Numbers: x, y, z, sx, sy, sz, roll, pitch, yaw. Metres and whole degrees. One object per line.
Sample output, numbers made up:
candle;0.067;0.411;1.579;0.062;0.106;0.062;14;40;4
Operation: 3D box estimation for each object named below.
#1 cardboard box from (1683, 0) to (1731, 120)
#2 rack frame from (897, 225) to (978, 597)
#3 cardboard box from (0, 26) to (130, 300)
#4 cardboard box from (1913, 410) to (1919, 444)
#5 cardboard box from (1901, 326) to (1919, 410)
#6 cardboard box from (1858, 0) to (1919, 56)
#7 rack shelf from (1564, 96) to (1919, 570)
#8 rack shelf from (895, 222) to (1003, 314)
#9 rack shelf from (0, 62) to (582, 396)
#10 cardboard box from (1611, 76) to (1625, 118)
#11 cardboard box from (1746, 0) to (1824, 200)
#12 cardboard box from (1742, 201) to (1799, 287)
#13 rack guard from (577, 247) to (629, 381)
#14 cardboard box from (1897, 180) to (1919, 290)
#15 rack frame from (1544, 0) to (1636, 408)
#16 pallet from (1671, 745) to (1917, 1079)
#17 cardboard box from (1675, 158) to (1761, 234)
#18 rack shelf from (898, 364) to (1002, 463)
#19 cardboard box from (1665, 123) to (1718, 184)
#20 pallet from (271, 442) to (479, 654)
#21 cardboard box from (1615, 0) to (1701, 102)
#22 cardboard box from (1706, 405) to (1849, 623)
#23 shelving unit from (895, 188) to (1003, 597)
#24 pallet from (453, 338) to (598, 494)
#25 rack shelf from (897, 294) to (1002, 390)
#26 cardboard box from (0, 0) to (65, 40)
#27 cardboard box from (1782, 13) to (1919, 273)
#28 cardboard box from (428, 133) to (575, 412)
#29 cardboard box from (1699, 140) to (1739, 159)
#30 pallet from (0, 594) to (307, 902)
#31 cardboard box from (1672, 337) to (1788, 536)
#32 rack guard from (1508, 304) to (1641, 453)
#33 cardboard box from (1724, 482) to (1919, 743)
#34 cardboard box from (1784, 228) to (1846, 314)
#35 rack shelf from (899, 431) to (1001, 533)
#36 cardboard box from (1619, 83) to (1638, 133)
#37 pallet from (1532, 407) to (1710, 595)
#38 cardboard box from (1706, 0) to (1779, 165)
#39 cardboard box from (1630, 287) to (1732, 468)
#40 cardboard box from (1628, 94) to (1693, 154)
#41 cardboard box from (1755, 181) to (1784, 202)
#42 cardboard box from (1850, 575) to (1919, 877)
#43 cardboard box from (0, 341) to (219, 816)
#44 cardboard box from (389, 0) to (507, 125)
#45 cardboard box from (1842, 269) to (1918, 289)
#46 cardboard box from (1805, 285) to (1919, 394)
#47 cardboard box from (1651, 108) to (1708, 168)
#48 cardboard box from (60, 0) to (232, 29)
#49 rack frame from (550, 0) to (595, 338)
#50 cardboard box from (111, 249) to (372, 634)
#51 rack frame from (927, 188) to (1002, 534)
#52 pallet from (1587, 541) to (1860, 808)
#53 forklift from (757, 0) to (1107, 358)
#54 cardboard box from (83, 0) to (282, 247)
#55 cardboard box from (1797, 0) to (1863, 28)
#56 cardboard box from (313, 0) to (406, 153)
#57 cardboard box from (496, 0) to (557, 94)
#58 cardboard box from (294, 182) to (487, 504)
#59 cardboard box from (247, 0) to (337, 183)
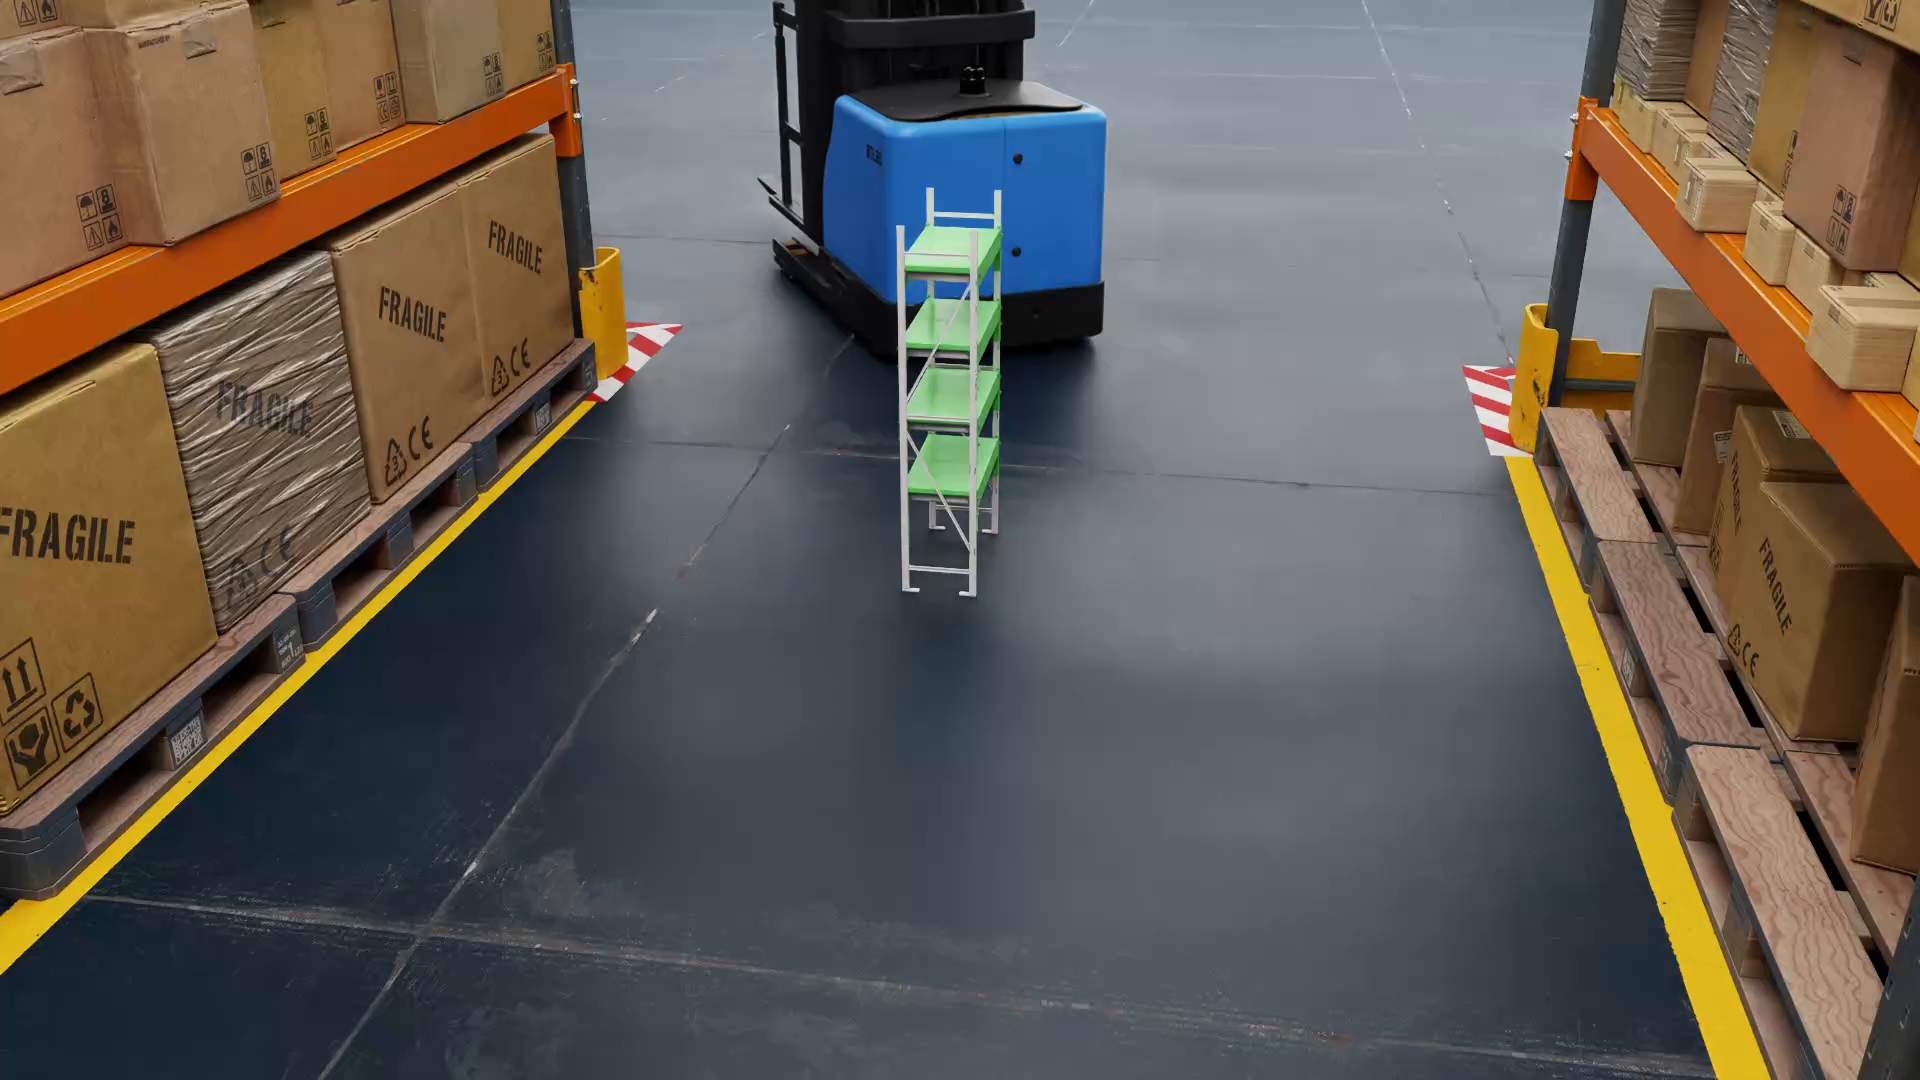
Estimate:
cardboard box;2.708;-1.497;4.941;0.875;0.500;0.500;4;25;9
rack frame;-0.067;-0.372;5.130;0.240;1.200;0.015;4;25;9
cardboard box;-2.626;-0.930;4.022;0.875;0.550;0.550;4;25;9
cardboard box;1.930;-0.190;2.914;0.380;0.149;0.250;4;25;9
cardboard box;2.030;-0.290;3.128;0.380;0.149;0.250;4;25;9
cardboard box;2.017;-1.139;2.996;0.500;0.500;0.500;4;25;9
rack shelf;2.462;-0.600;4.342;1.077;0.370;4.000;4;25;9
rack shelf;-0.027;-0.851;5.171;0.258;0.148;0.480;4;25;9
rack shelf;-2.415;-0.986;5.167;1.077;0.370;4.000;4;25;9
cardboard box;2.507;-1.546;5.811;0.380;0.149;0.250;4;25;9
cardboard box;2.491;-1.082;4.055;0.875;0.500;0.500;4;25;9
cardboard box;2.140;-0.712;4.030;0.380;0.149;0.250;4;25;9
rack guard;-2.084;-1.026;7.353;1.175;0.500;0.348;4;25;9
cardboard box;2.386;-0.660;3.153;0.875;0.500;0.500;4;25;9
rack frame;2.789;-1.762;5.977;1.000;3.000;0.127;4;25;9
pallet;2.210;0.890;3.599;1.003;0.211;1.213;4;25;9
cardboard box;2.166;-0.925;4.485;0.380;0.149;0.250;4;25;9
rack shelf;-0.027;-0.416;5.375;0.258;0.148;0.480;4;25;9
cardboard box;2.323;-1.129;4.920;0.380;0.149;0.250;4;25;9
pallet;-2.343;-0.037;5.580;1.003;0.211;1.213;4;25;9
cardboard box;2.672;-1.714;5.405;0.875;0.500;0.500;4;25;9
cardboard box;2.485;-0.048;4.766;0.500;0.500;0.500;6;26;13
shelving unit;-0.027;-0.474;5.348;0.258;1.200;0.503;4;25;9
pallet;-2.142;-0.545;6.666;1.003;0.211;1.213;4;25;9
rack shelf;-0.027;-0.634;5.273;0.258;0.148;0.480;4;25;9
cardboard box;-2.673;-1.422;3.800;0.875;0.550;0.550;4;25;9
cardboard box;2.368;-0.876;3.615;0.875;0.500;0.500;4;25;9
cardboard box;-2.134;-1.088;6.547;0.875;0.875;0.875;4;25;9
cardboard box;2.309;-1.023;4.693;0.380;0.149;0.250;4;25;9
pallet;-2.540;0.475;4.486;1.003;0.211;1.213;4;25;9
cardboard box;2.606;-0.308;5.323;0.500;0.500;0.500;11;27;22
rack guard;2.776;-0.598;6.439;1.175;0.500;0.348;4;25;9
cardboard box;2.350;0.183;4.274;0.500;0.500;0.500;2;25;4
cardboard box;2.133;-0.605;3.801;0.380;0.149;0.250;4;25;9
rack shelf;-0.027;-0.199;5.477;0.258;0.148;0.480;4;25;9
cardboard box;2.447;-1.443;5.590;0.380;0.149;0.250;4;25;9
pallet;2.609;-0.130;5.779;1.003;0.211;1.213;4;25;9
cardboard box;2.584;-1.291;4.500;0.875;0.500;0.500;4;25;9
cardboard box;2.670;-0.560;5.862;0.500;0.500;0.500;9;27;18
cardboard box;2.391;-1.339;5.369;0.380;0.149;0.250;4;25;9
cardboard box;2.256;-0.812;4.242;0.380;0.149;0.250;4;25;9
cardboard box;2.326;0.448;3.708;0.500;0.500;0.500;13;28;25
cardboard box;-2.570;0.039;4.140;0.875;0.875;0.875;4;25;9
cardboard box;-2.172;-1.826;5.937;0.875;0.550;0.550;4;25;9
cardboard box;2.132;-0.498;3.572;0.380;0.149;0.250;4;25;9
cardboard box;1.961;-0.403;3.368;0.380;0.149;0.250;4;25;9
cardboard box;2.371;-1.233;5.143;0.380;0.149;0.250;4;25;9
cardboard box;-2.449;-1.639;4.262;0.875;0.550;0.550;4;25;9
rack frame;-2.088;-2.148;6.801;1.000;3.000;0.127;4;25;9
cardboard box;-2.427;-0.339;4.946;0.875;0.875;0.875;4;25;9
rack frame;0.013;-0.576;5.566;0.240;1.200;0.015;4;25;9
pallet;2.407;0.378;4.692;1.003;0.211;1.213;4;25;9
forklift;-0.341;-2.723;8.110;1.130;2.935;3.031;-9;27;-19
cardboard box;-2.421;-1.148;4.487;0.875;0.550;0.550;4;25;9
cardboard box;2.100;-1.348;3.443;0.500;0.500;0.500;4;25;9
cardboard box;-2.388;-1.601;5.455;0.875;0.550;0.550;4;25;9
cardboard box;-2.104;-2.058;6.431;0.875;0.550;0.550;4;25;9
cardboard box;-2.276;-0.720;5.760;0.875;0.875;0.875;4;25;8
cardboard box;-2.434;-1.376;4.975;0.875;0.550;0.500;4;25;9
